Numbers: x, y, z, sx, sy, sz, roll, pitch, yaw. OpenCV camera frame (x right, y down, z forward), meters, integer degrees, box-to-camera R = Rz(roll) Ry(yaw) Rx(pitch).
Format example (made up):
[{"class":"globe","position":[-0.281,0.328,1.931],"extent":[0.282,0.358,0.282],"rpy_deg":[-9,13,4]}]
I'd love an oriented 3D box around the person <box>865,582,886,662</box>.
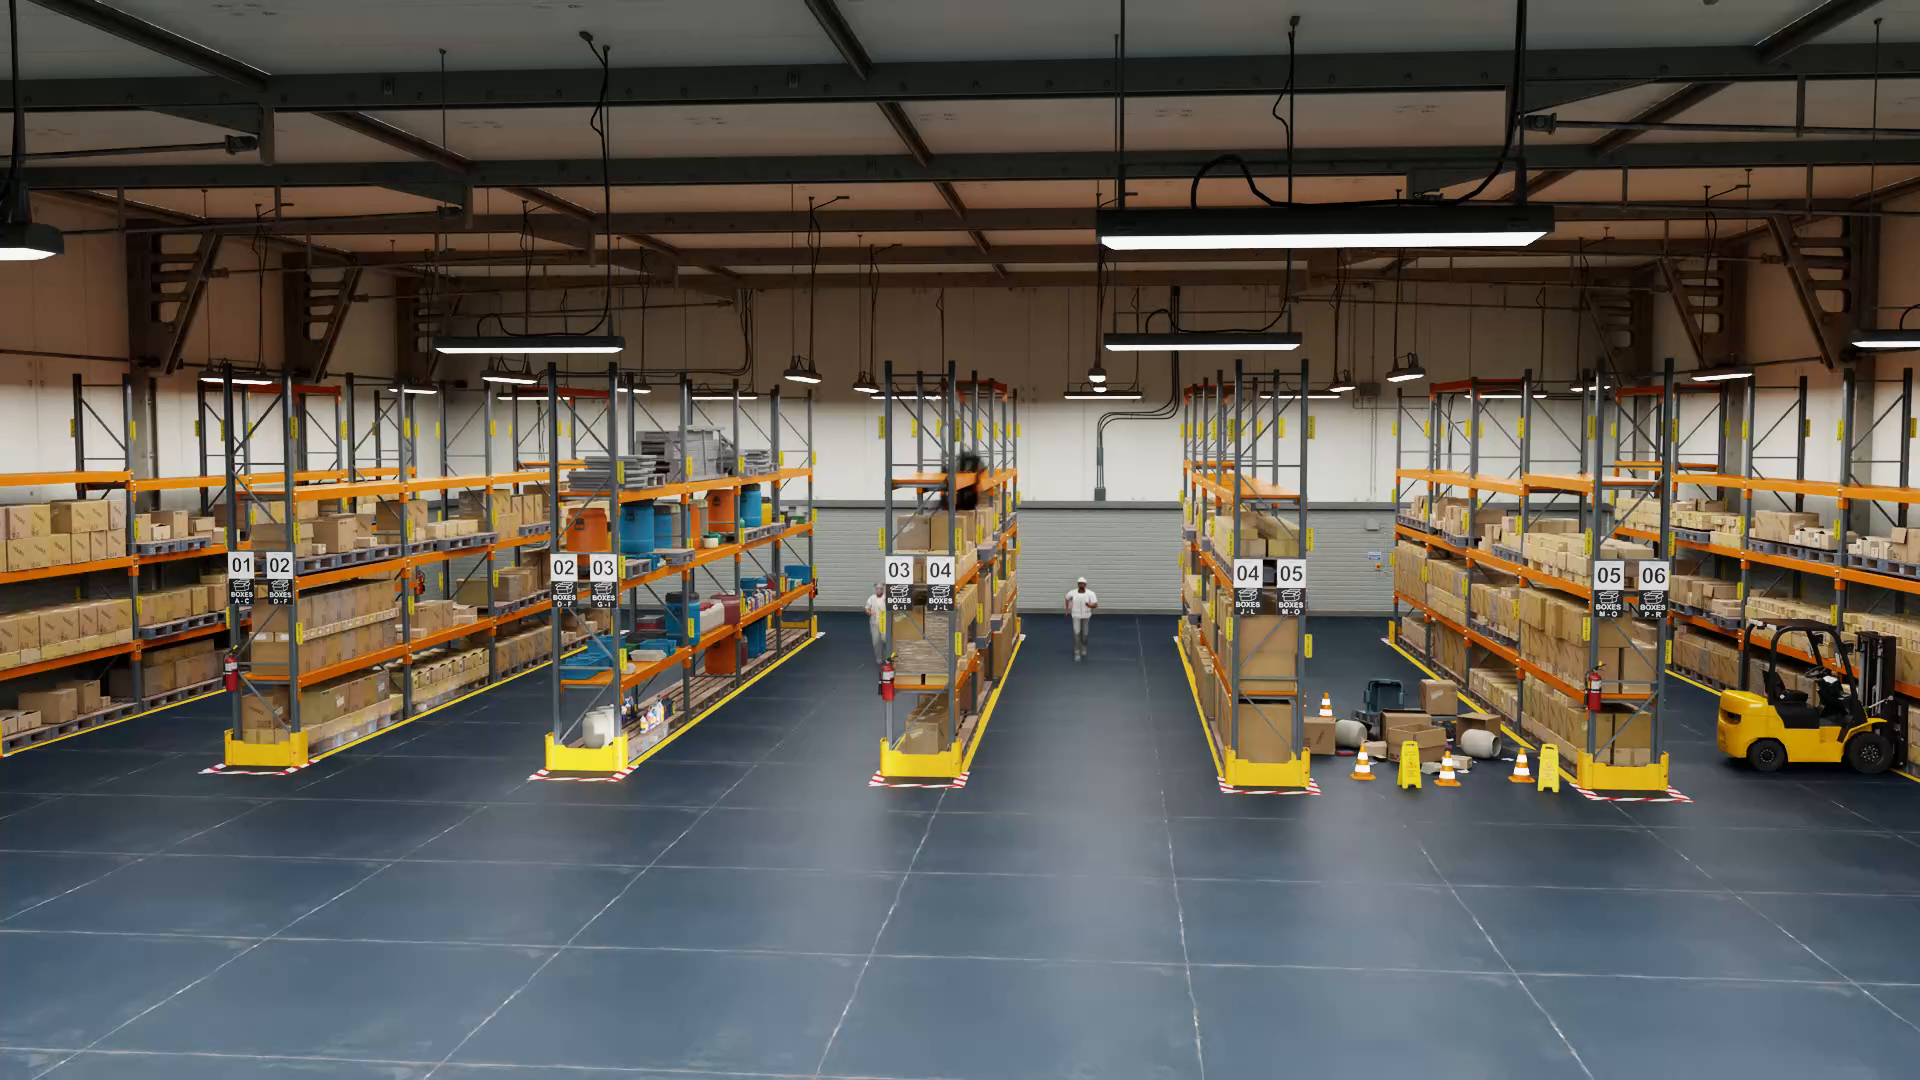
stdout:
[{"class":"person","position":[-1.718,1.776,35.743],"extent":[0.651,1.743,0.607],"rpy_deg":[0,4,1]}]

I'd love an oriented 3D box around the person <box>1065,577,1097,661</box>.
[{"class":"person","position":[2.655,1.700,36.357],"extent":[0.692,1.781,0.906],"rpy_deg":[0,4,1]}]
